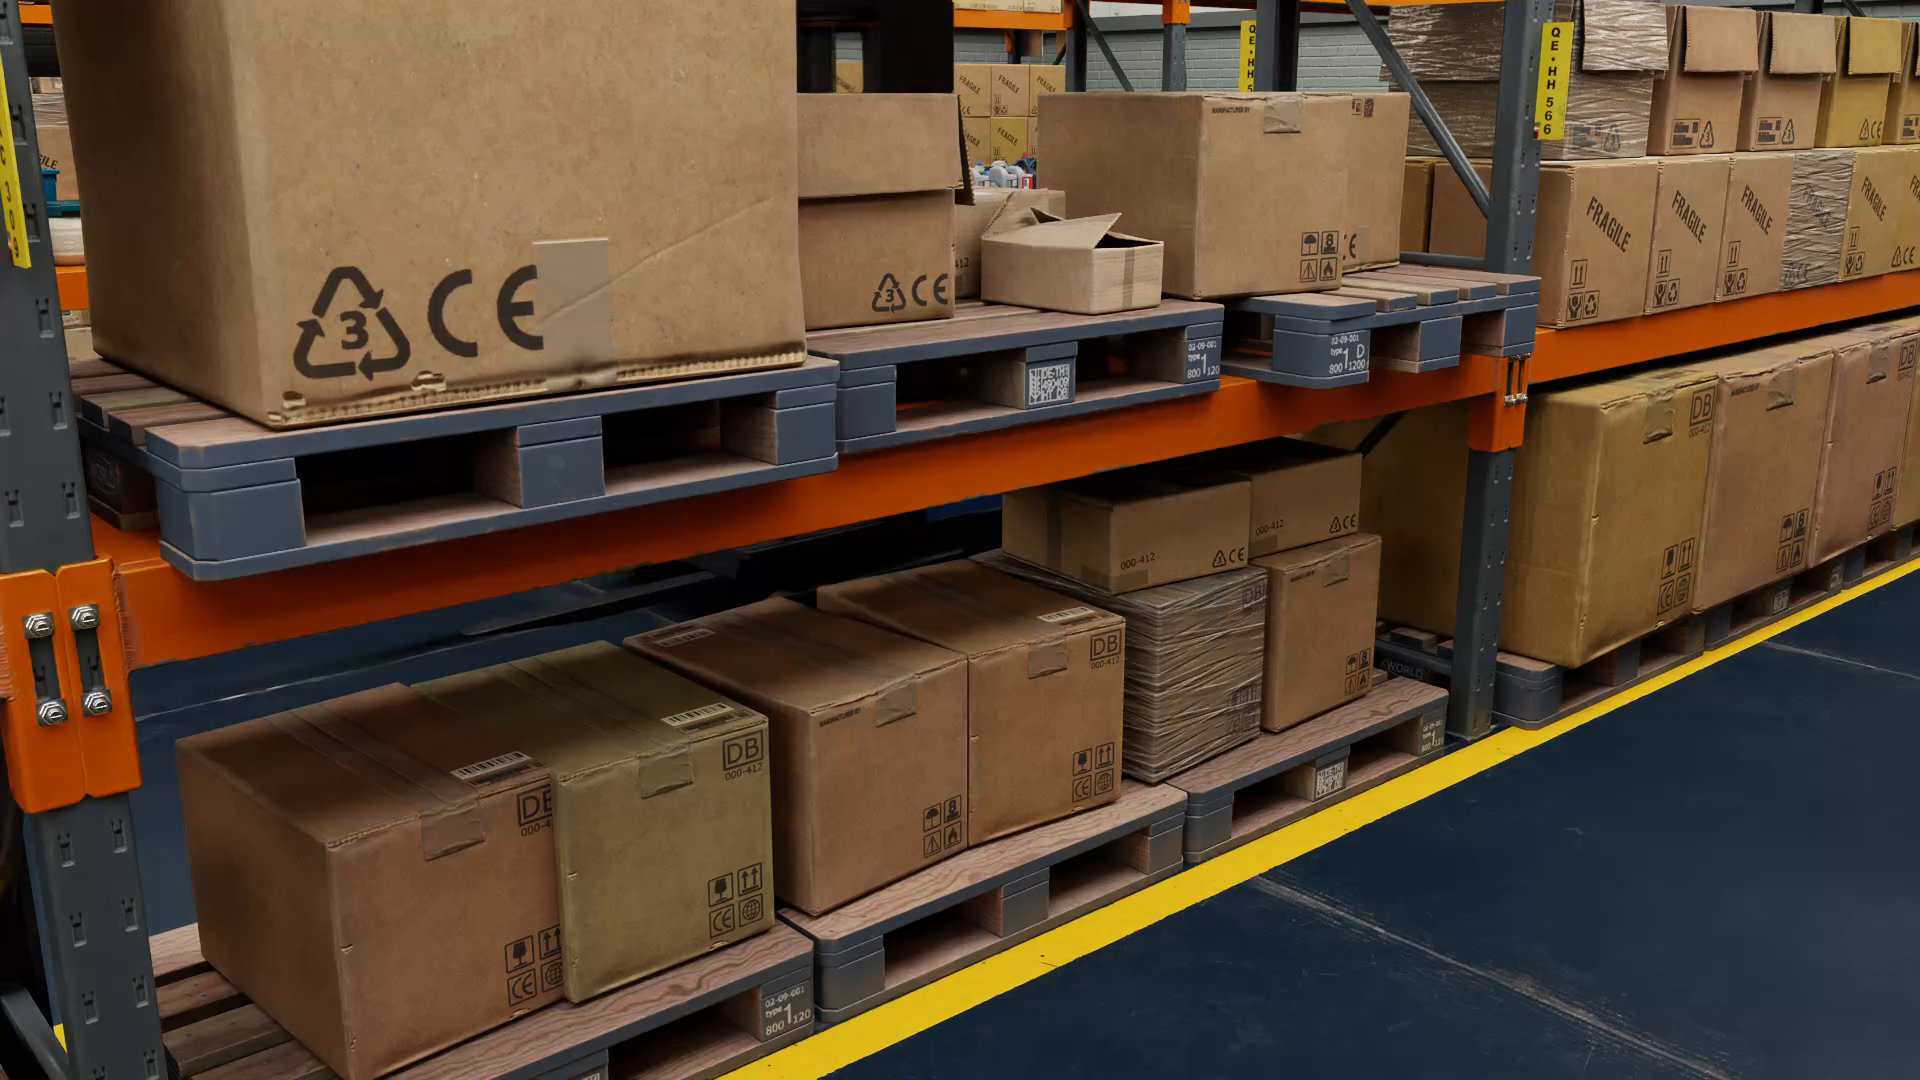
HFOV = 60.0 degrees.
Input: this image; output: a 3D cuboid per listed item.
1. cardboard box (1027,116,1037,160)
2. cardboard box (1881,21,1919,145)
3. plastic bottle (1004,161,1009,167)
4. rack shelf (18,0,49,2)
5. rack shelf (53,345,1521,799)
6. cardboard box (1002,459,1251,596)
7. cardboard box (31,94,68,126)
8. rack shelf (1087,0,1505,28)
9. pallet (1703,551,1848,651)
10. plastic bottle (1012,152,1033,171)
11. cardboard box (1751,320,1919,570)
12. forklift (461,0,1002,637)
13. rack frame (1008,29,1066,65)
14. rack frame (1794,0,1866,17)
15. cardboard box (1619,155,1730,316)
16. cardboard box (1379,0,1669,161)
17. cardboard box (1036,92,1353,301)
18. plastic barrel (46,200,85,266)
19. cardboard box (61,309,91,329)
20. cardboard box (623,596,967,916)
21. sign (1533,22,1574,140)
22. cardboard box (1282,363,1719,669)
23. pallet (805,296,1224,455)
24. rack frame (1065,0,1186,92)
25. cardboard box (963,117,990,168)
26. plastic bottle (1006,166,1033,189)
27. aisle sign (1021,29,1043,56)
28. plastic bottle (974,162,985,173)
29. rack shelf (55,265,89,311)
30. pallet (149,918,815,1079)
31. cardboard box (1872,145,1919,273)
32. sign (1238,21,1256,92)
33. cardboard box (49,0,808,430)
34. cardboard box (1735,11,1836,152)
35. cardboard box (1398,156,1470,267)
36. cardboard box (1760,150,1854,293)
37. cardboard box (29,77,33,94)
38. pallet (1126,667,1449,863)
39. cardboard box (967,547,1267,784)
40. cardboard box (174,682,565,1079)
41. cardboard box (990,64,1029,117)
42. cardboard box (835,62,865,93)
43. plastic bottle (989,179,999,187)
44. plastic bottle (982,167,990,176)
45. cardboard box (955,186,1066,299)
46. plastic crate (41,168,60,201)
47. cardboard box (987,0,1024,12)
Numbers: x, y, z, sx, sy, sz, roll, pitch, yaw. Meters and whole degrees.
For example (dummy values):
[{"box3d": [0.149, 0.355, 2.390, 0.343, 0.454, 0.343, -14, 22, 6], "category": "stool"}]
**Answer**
[{"box3d": [0.719, -4.107, 17.121, 0.500, 0.500, 0.500, -12, 19, -38], "category": "cardboard box"}, {"box3d": [3.884, -2.004, 7.304, 0.637, 0.503, 0.797, -13, 20, -41], "category": "cardboard box"}, {"box3d": [0.303, -2.442, 11.329, 0.097, 0.271, 0.097, 0, 15, 0], "category": "plastic bottle"}, {"box3d": [-6.666, -3.596, 10.980, 4.000, 0.370, 1.077, -13, 19, -39], "category": "rack shelf"}, {"box3d": [-0.166, -0.217, 4.145, 4.000, 0.370, 1.077, -13, 19, -39], "category": "rack shelf"}, {"box3d": [0.464, -0.060, 4.699, 0.500, 0.250, 0.500, -10, 18, -33], "category": "cardboard box"}, {"box3d": [-8.760, -3.976, 15.776, 0.700, 0.500, 0.500, 13, 20, 40], "category": "cardboard box"}, {"box3d": [2.618, -3.986, 12.441, 4.000, 0.370, 1.077, -13, 19, -39], "category": "rack shelf"}, {"box3d": [2.907, 0.119, 6.895, 1.213, 0.211, 1.003, -13, 19, -39], "category": "pallet"}, {"box3d": [0.397, -2.299, 10.640, 0.185, 0.351, 0.144, -13, 19, -39], "category": "plastic bottle"}, {"box3d": [3.217, -0.494, 7.090, 0.875, 0.875, 1.225, -14, 20, -41], "category": "cardboard box"}, {"box3d": [-0.815, -1.208, 6.592, 3.031, 2.935, 1.130, -14, 20, -42], "category": "forklift"}, {"box3d": [0.878, -4.188, 17.616, 0.127, 3.000, 1.000, -13, 19, -39], "category": "rack frame"}, {"box3d": [4.361, -1.581, 7.857, 0.127, 3.000, 1.000, -13, 19, -39], "category": "rack frame"}, {"box3d": [2.276, -1.069, 5.746, 0.500, 0.500, 0.500, -13, 20, -41], "category": "cardboard box"}, {"box3d": [1.905, -1.557, 5.630, 0.637, 0.503, 0.797, -12, 19, -38], "category": "cardboard box"}, {"box3d": [0.606, -0.942, 4.455, 0.500, 0.500, 0.700, -9, 18, -31], "category": "cardboard box"}, {"box3d": [-3.827, -1.318, 7.139, 0.301, 0.262, 0.301, 0, 15, 0], "category": "plastic barrel"}, {"box3d": [-6.161, -1.667, 11.607, 0.500, 0.311, 0.500, -13, 20, -40], "category": "cardboard box"}, {"box3d": [-0.403, 0.497, 4.067, 0.700, 0.500, 0.500, 14, 20, 42], "category": "cardboard box"}, {"box3d": [1.706, -1.321, 4.792, 0.005, 0.325, 0.100, -13, 19, -39], "category": "sign"}, {"box3d": [1.877, -0.193, 5.963, 0.875, 0.875, 1.225, -14, 20, -42], "category": "cardboard box"}, {"box3d": [-0.123, -0.468, 4.060, 1.213, 0.211, 1.003, -13, 19, -39], "category": "pallet"}, {"box3d": [1.109, -2.545, 11.467, 0.127, 3.000, 1.000, -13, 19, -39], "category": "rack frame"}, {"box3d": [-0.050, -3.935, 16.477, 0.500, 0.500, 0.500, -12, 19, -39], "category": "cardboard box"}, {"box3d": [0.368, -2.209, 10.446, 0.135, 0.276, 0.152, -13, 19, -39], "category": "plastic bottle"}, {"box3d": [0.737, -5.513, 17.538, 0.004, 0.787, 0.394, -13, 19, -39], "category": "aisle sign"}, {"box3d": [0.129, -2.403, 11.182, 0.097, 0.271, 0.097, 0, 15, 0], "category": "plastic bottle"}, {"box3d": [-3.417, -1.182, 7.755, 4.000, 0.370, 1.077, -13, 19, -39], "category": "rack shelf"}, {"box3d": [-1.088, 0.989, 3.638, 1.213, 0.211, 1.003, -13, 19, -39], "category": "pallet"}, {"box3d": [3.809, -1.415, 7.040, 0.500, 0.500, 0.500, -12, 19, -38], "category": "cardboard box"}, {"box3d": [0.976, -1.571, 5.573, 0.005, 0.325, 0.100, -13, 19, -39], "category": "sign"}, {"box3d": [-0.983, -0.826, 3.054, 1.000, 1.000, 1.000, -12, 19, -39], "category": "cardboard box"}, {"box3d": [2.900, -1.782, 6.471, 0.637, 0.503, 0.797, -12, 19, -38], "category": "cardboard box"}, {"box3d": [1.553, -1.084, 5.801, 0.500, 0.500, 0.500, -12, 19, -38], "category": "cardboard box"}, {"box3d": [3.039, -1.241, 6.389, 0.500, 0.500, 0.500, -13, 19, -39], "category": "cardboard box"}, {"box3d": [-8.885, -4.249, 15.542, 0.380, 0.149, 0.250, 12, 19, 38], "category": "cardboard box"}, {"box3d": [0.753, 0.576, 5.186, 1.213, 0.211, 1.003, -13, 19, -39], "category": "pallet"}, {"box3d": [0.441, 0.305, 4.786, 0.700, 0.500, 0.500, 14, 20, 42], "category": "cardboard box"}, {"box3d": [-1.197, 0.669, 3.423, 0.700, 0.500, 0.500, 14, 21, 43], "category": "cardboard box"}, {"box3d": [0.342, -4.505, 16.671, 0.500, 0.500, 0.500, -12, 19, -38], "category": "cardboard box"}, {"box3d": [-1.210, -4.154, 15.359, 0.500, 0.500, 0.500, -13, 20, -41], "category": "cardboard box"}, {"box3d": [0.197, -2.125, 10.277, 0.097, 0.201, 0.097, 0, 15, 0], "category": "plastic bottle"}, {"box3d": [0.171, -2.205, 10.440, 0.097, 0.271, 0.097, 0, 15, 0], "category": "plastic bottle"}, {"box3d": [-0.072, -0.795, 4.390, 0.500, 0.250, 0.500, -13, 20, -41], "category": "cardboard box"}, {"box3d": [-4.298, -1.430, 7.322, 0.575, 0.384, 0.392, -13, 19, -39], "category": "plastic crate"}, {"box3d": [0.279, -5.344, 16.422, 0.500, 0.250, 0.500, -13, 19, -39], "category": "cardboard box"}]
